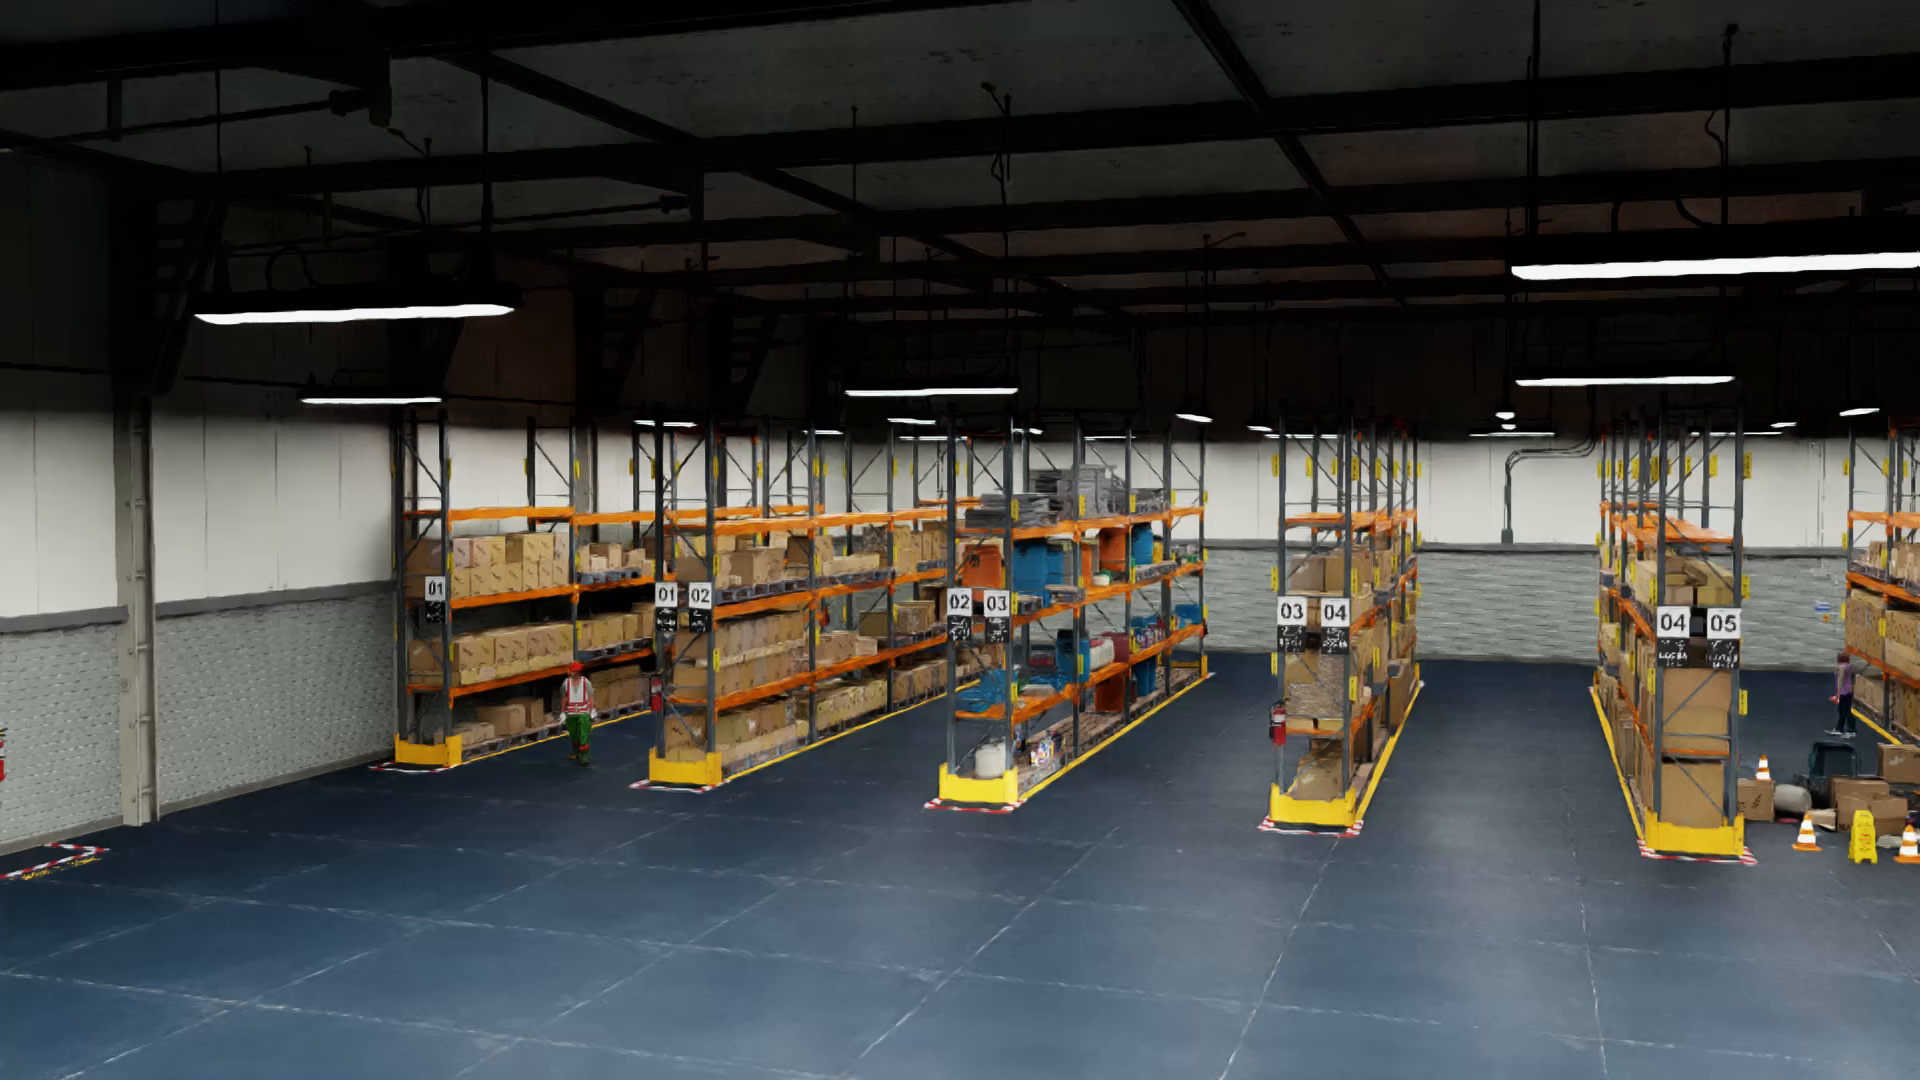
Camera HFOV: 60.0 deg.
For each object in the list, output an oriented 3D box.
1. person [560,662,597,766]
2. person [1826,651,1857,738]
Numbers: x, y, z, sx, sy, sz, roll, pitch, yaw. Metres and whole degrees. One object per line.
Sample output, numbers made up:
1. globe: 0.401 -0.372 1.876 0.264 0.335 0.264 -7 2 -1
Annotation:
1. person: -6.483 2.931 28.190 0.596 1.743 0.970 0 2 -4
2. person: 16.460 2.861 31.022 0.542 1.588 0.539 2 3 38
